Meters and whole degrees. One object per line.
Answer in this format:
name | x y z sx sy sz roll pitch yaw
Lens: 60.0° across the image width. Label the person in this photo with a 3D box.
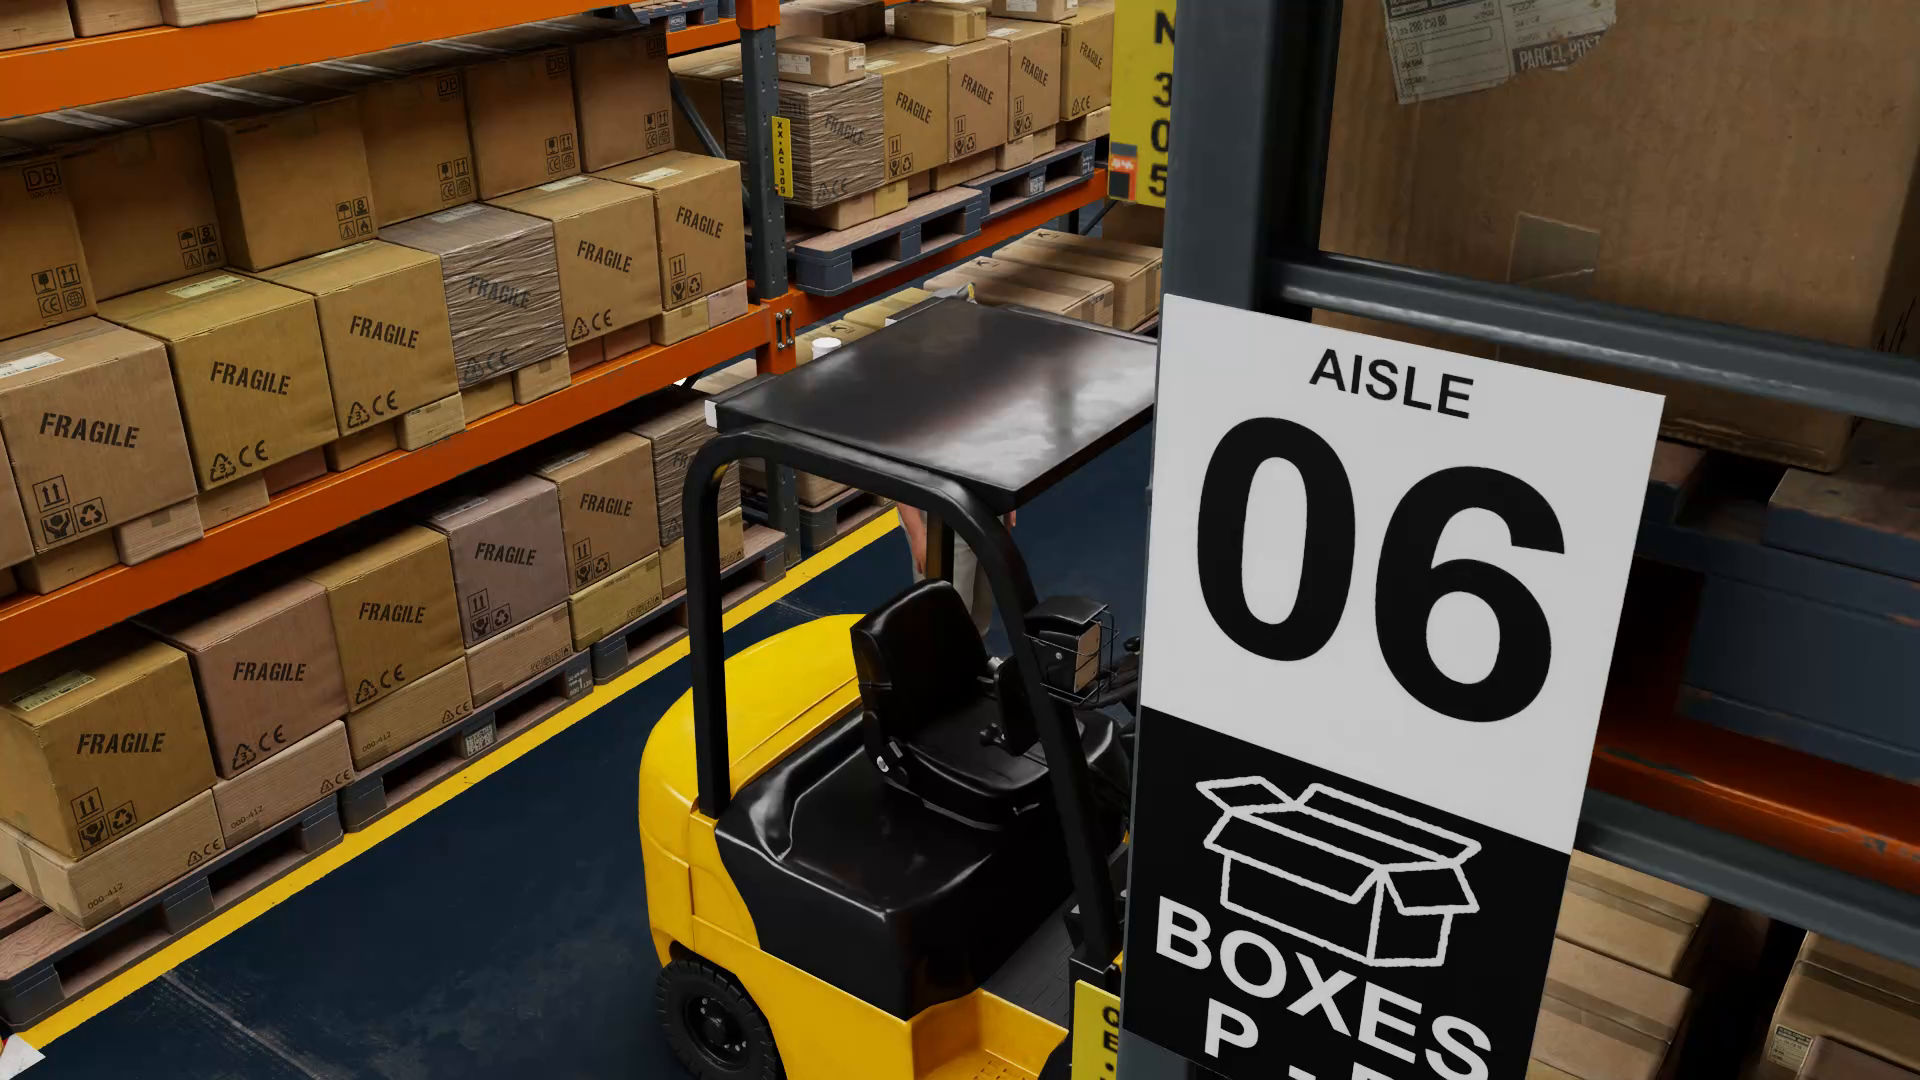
person | 0.047 -0.074 6.201 0.573 1.781 0.641 17 32 30
